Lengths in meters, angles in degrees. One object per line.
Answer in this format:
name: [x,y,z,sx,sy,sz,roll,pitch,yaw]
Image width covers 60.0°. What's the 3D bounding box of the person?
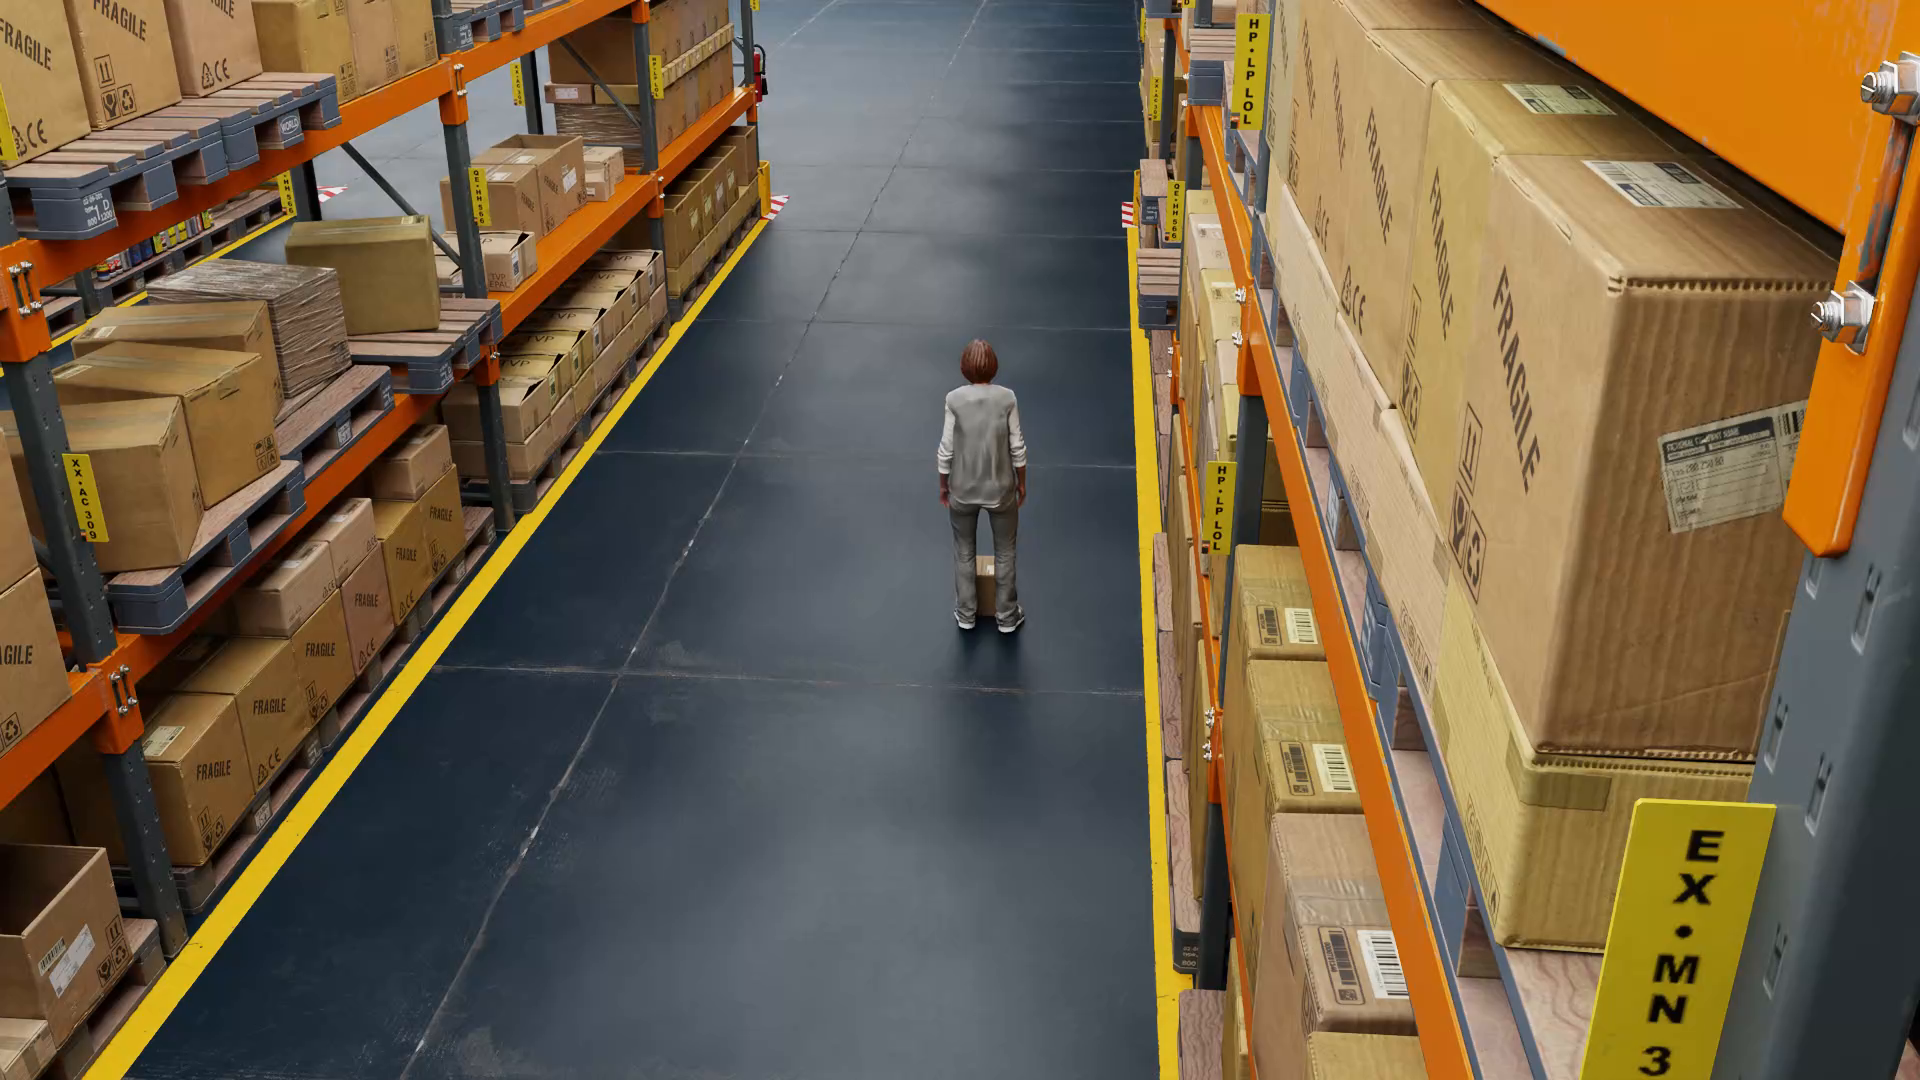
person: [0.116,-0.262,8.684,0.466,1.593,0.376,1,25,1]
